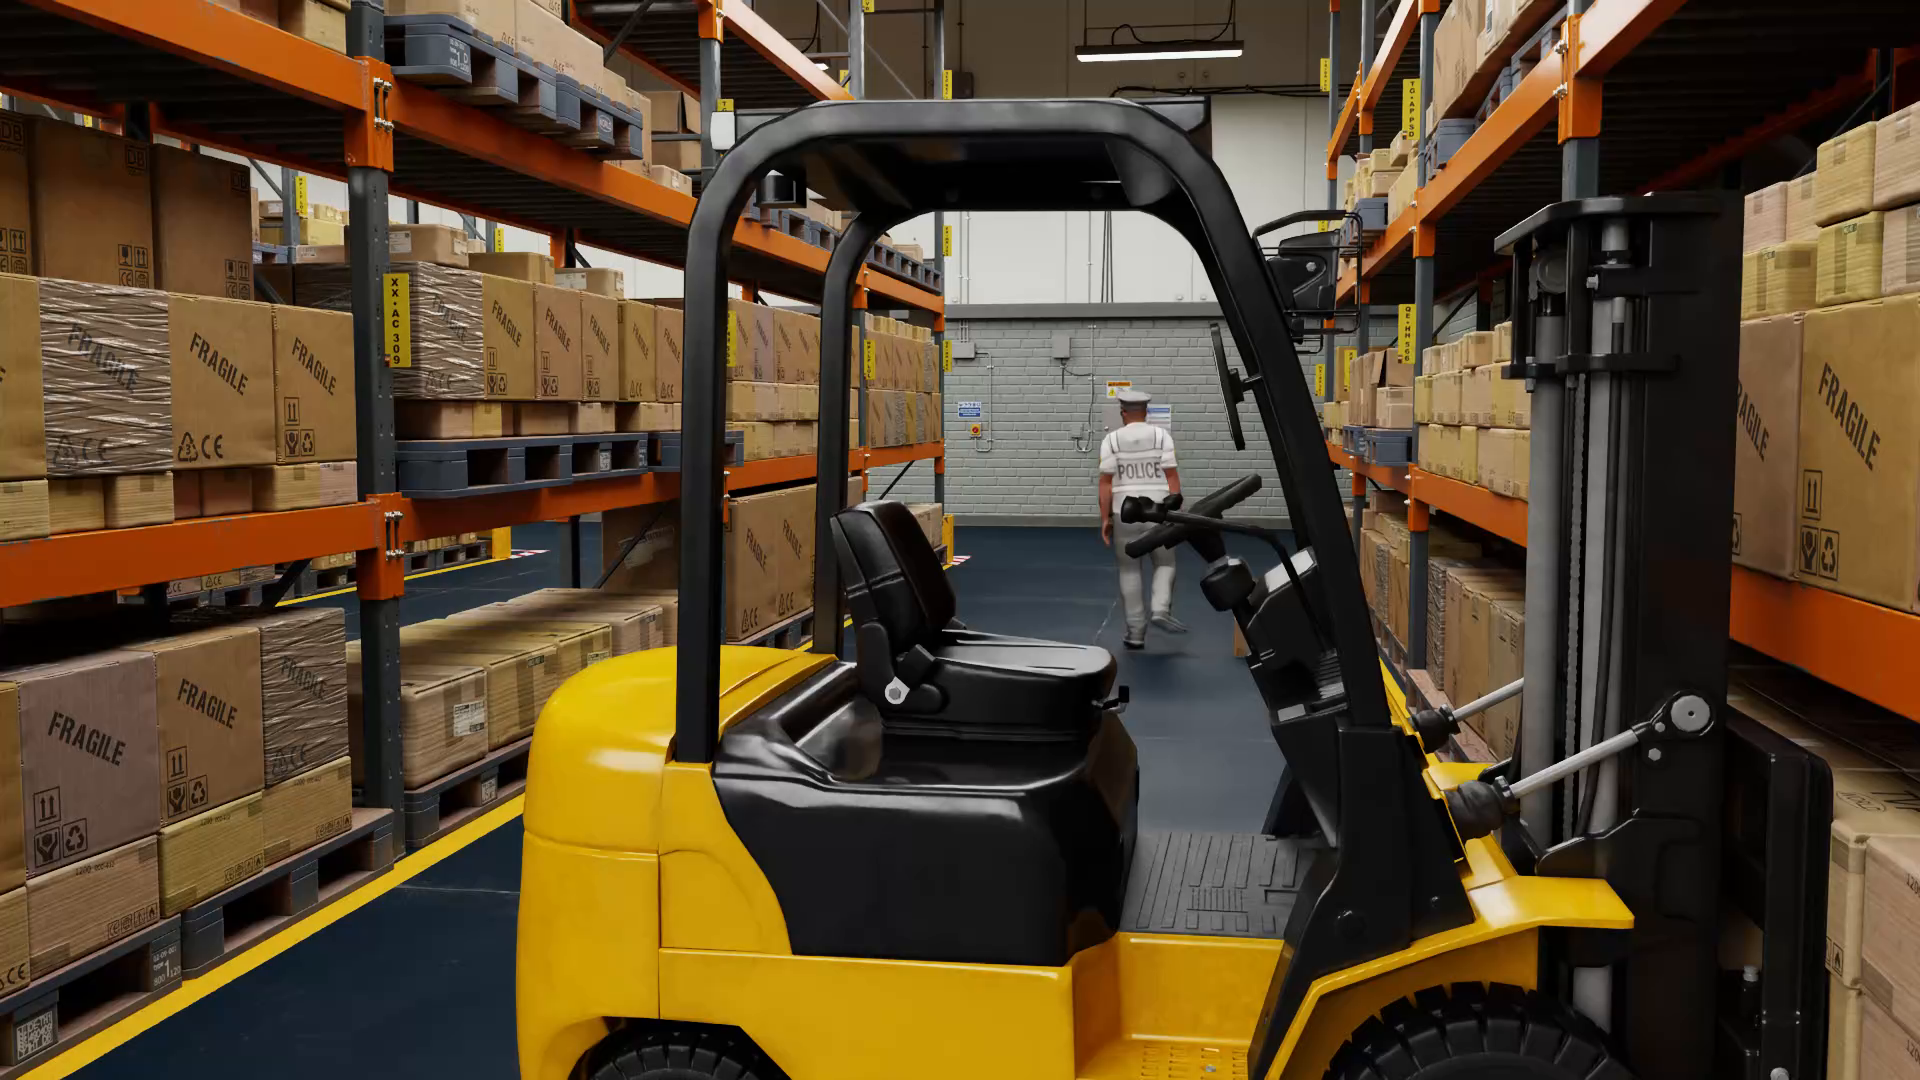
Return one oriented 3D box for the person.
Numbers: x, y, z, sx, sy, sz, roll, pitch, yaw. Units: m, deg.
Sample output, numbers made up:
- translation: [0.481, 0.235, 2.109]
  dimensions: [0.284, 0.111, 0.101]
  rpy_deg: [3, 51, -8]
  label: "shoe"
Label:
- translation: [1.253, -0.150, 11.409]
  dimensions: [0.605, 1.753, 0.551]
  rpy_deg: [0, 4, 3]
  label: "person"
